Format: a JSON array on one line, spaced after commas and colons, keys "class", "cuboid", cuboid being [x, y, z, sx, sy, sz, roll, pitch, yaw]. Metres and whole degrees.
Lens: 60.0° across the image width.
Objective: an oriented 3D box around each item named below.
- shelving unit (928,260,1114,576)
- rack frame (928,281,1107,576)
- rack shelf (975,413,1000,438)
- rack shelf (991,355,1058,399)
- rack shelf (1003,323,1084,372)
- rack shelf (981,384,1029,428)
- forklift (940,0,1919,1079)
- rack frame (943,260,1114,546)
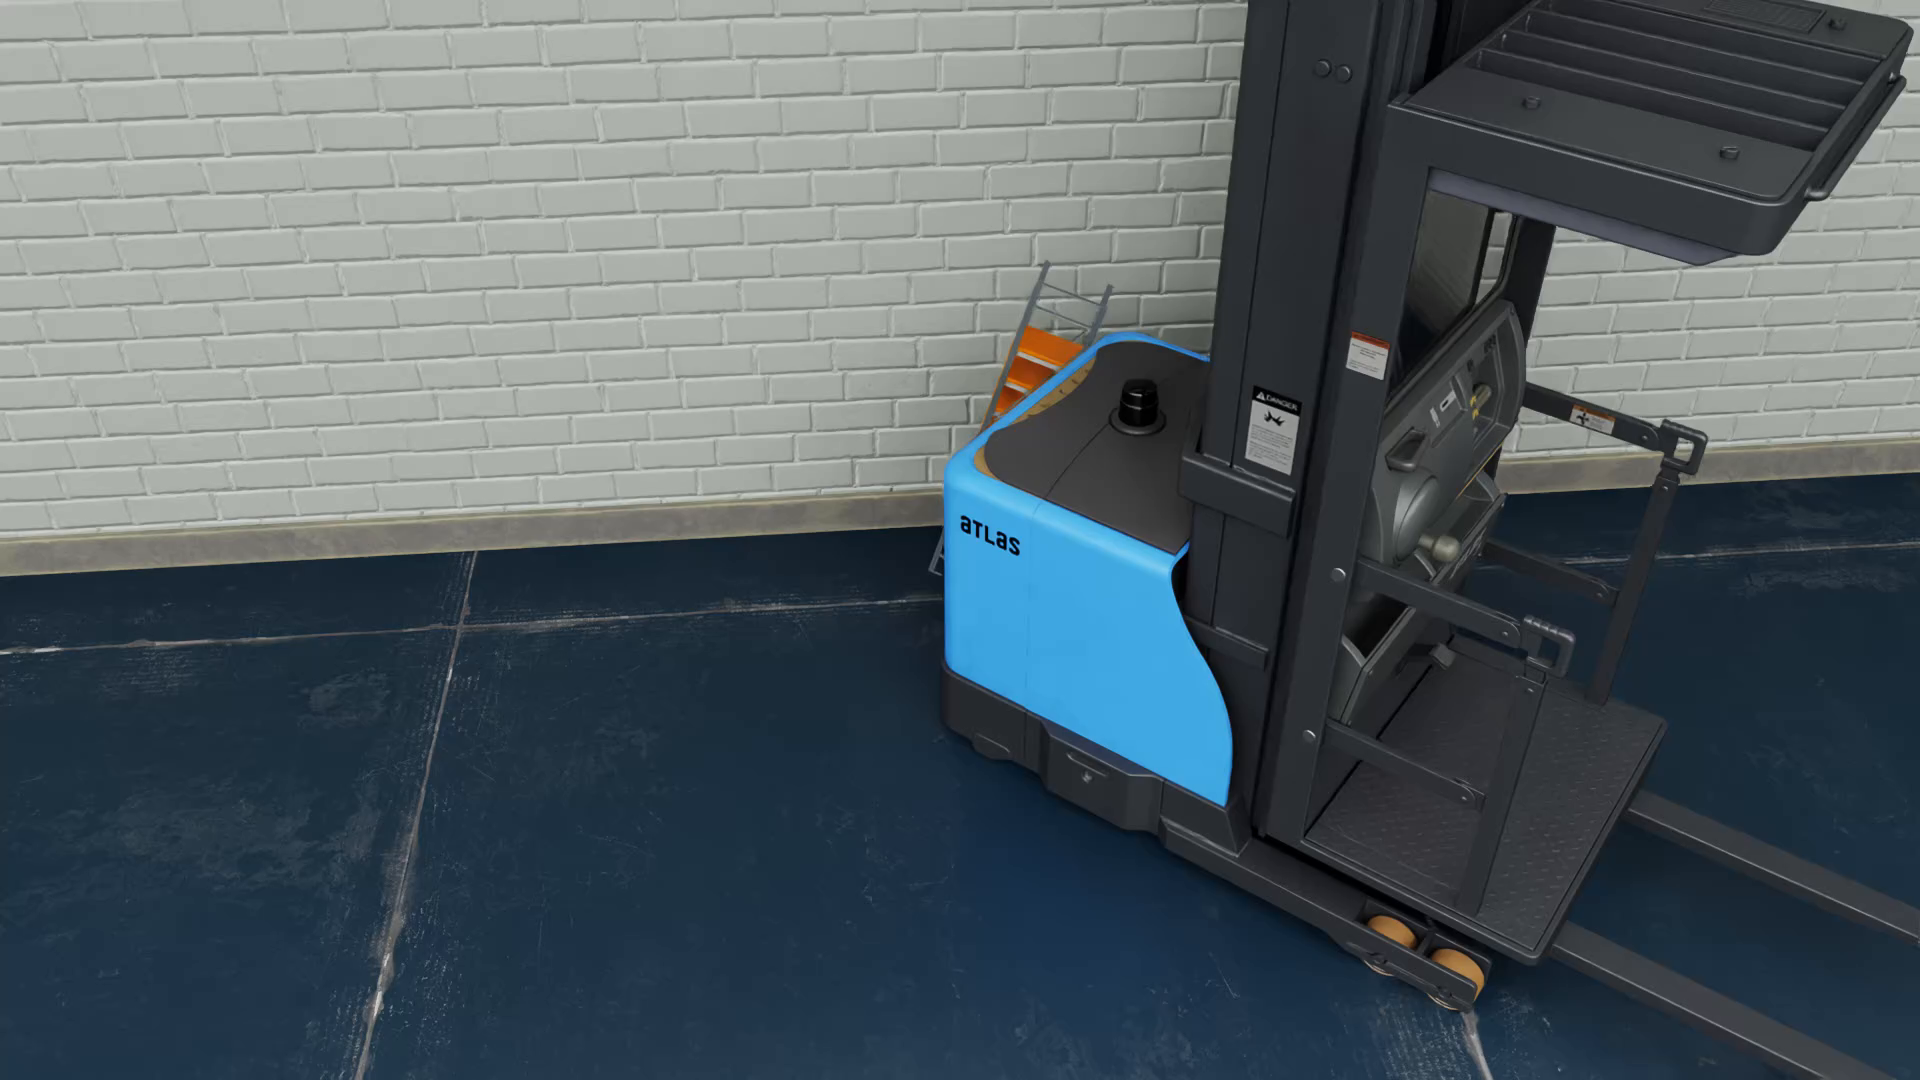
[{"class": "shelving unit", "cuboid": [0.194, -0.361, 5.701, 0.258, 1.200, 0.189, 21, 34, 0]}, {"class": "rack frame", "cuboid": [0.176, -0.313, 5.625, 0.240, 1.200, 0.006, 21, 34, 0]}, {"class": "rack shelf", "cuboid": [0.181, -0.326, 5.726, 0.258, 0.103, 0.180, 21, 34, 0]}, {"class": "rack shelf", "cuboid": [0.252, -0.512, 5.592, 0.258, 0.103, 0.180, 21, 34, 0]}, {"class": "rack shelf", "cuboid": [0.288, -0.606, 5.526, 0.258, 0.103, 0.180, 21, 34, 0]}, {"class": "rack shelf", "cuboid": [0.217, -0.419, 5.659, 0.258, 0.103, 0.180, 21, 34, 0]}, {"class": "forklift", "cuboid": [1.426, -0.229, 4.174, 3.031, 2.935, 1.130, 24, 44, 28]}, {"class": "rack frame", "cuboid": [0.213, -0.408, 5.777, 0.240, 1.200, 0.006, 21, 34, 0]}]
